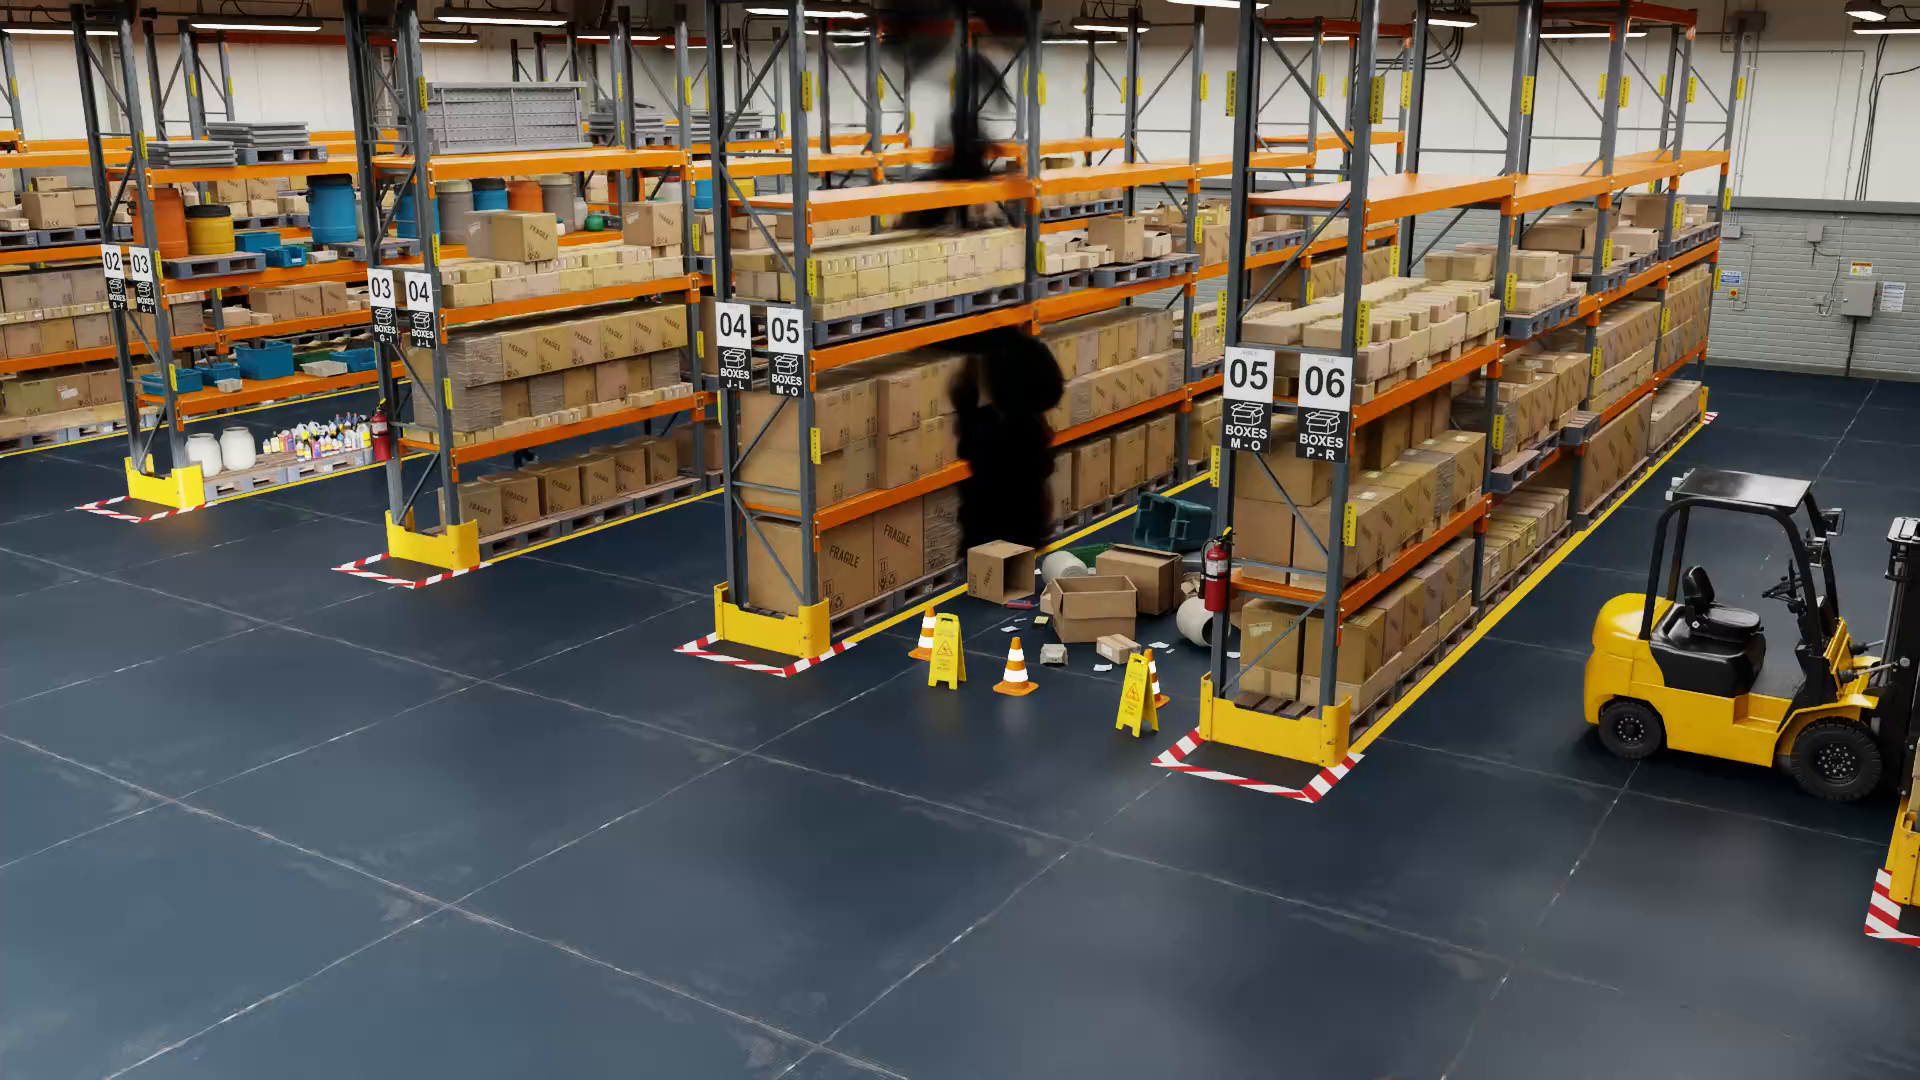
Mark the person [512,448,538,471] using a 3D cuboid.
[{"bbox_3d":[-5.706,-1.436,21.630,0.525,1.482,0.822,5,16,16],"label":"person"}]
